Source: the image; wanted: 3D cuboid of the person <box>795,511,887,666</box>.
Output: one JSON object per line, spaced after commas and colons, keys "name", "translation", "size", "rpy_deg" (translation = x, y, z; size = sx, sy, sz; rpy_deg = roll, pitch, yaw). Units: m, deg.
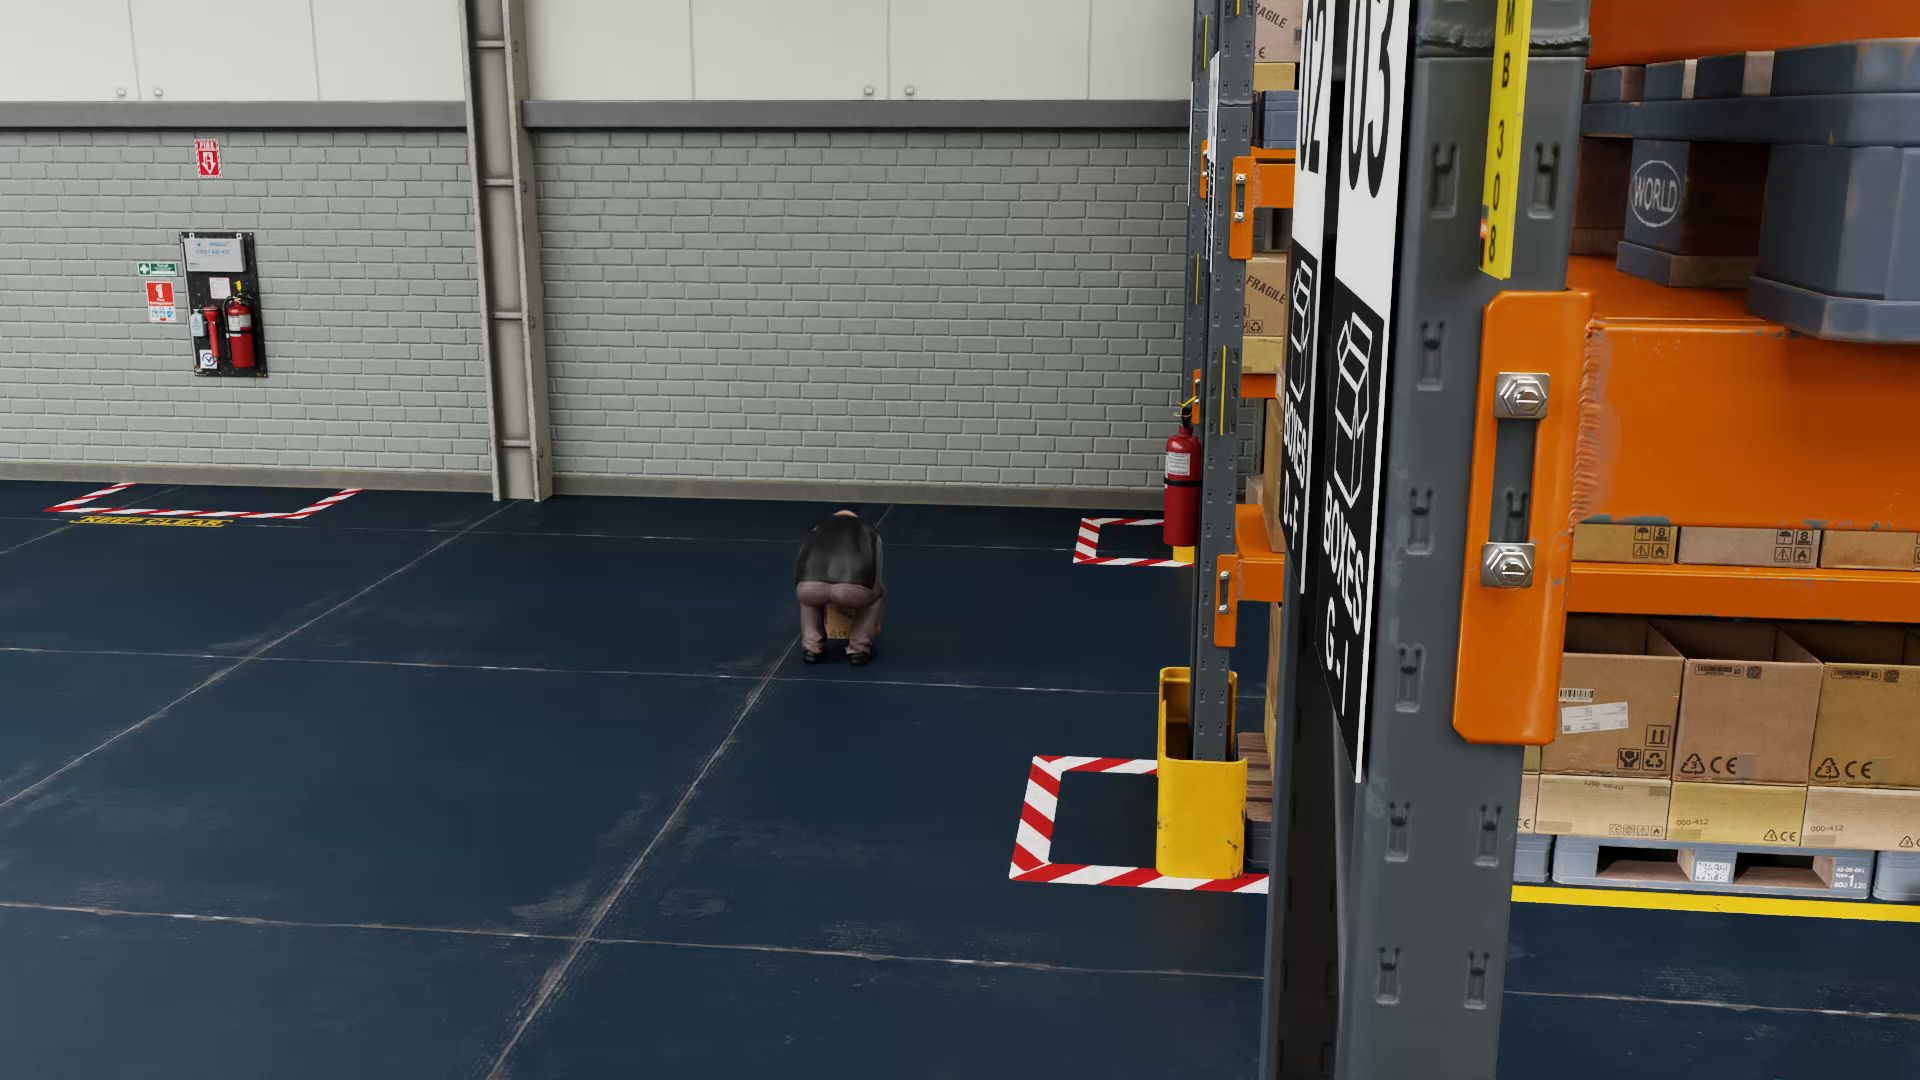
{"name": "person", "translation": [-0.679, 0.262, 9.493], "size": [0.505, 0.790, 0.939], "rpy_deg": [1, 14, 5]}
